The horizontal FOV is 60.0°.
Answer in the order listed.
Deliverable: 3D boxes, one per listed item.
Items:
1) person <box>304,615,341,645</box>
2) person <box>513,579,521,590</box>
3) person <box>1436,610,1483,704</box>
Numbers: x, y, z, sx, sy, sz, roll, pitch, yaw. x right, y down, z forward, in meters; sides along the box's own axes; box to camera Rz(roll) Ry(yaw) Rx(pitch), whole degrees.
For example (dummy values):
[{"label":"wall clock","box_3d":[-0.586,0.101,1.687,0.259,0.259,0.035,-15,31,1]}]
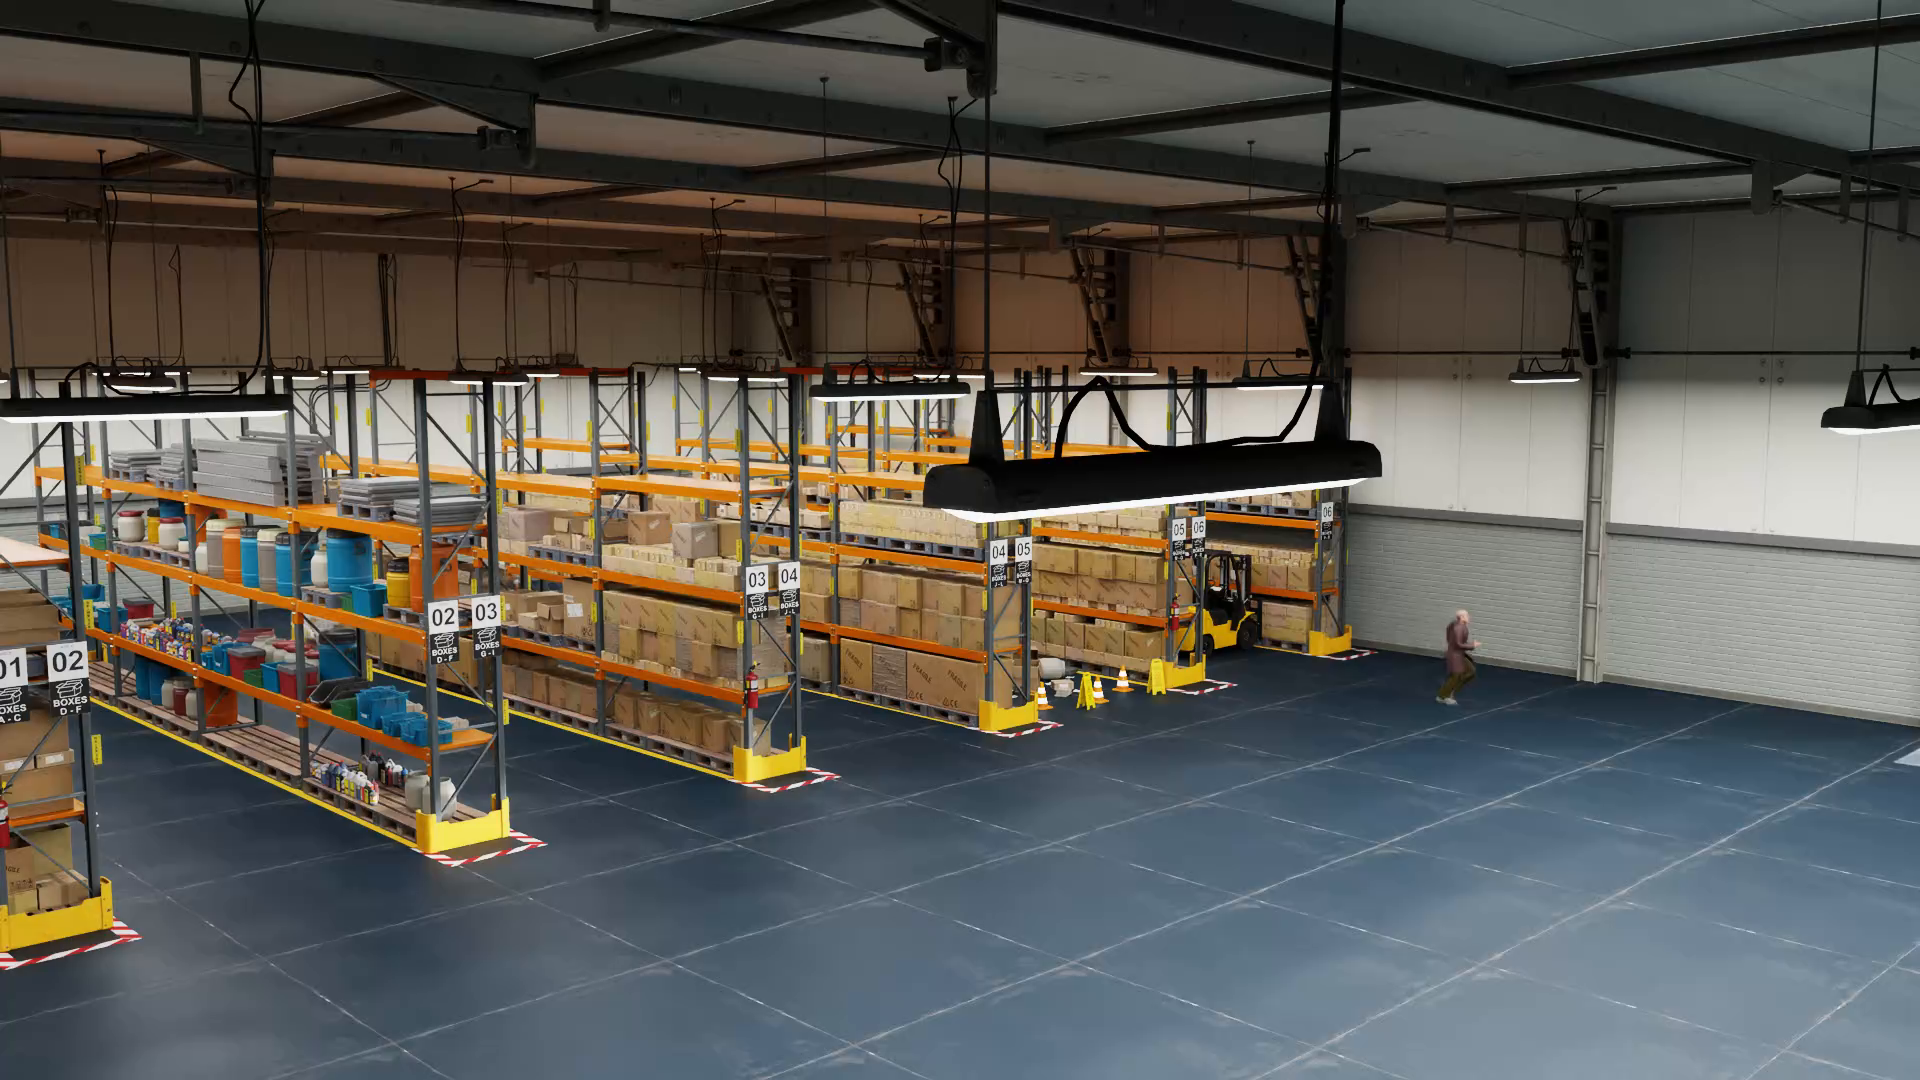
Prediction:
[{"label":"person","box_3d":[-12.173,1.870,31.890,0.918,1.701,0.602,5,8,38]},{"label":"person","box_3d":[-9.198,1.624,34.702,0.683,1.615,0.645,5,8,39]},{"label":"person","box_3d":[8.959,2.099,29.817,0.792,1.729,0.757,3,7,23]}]
